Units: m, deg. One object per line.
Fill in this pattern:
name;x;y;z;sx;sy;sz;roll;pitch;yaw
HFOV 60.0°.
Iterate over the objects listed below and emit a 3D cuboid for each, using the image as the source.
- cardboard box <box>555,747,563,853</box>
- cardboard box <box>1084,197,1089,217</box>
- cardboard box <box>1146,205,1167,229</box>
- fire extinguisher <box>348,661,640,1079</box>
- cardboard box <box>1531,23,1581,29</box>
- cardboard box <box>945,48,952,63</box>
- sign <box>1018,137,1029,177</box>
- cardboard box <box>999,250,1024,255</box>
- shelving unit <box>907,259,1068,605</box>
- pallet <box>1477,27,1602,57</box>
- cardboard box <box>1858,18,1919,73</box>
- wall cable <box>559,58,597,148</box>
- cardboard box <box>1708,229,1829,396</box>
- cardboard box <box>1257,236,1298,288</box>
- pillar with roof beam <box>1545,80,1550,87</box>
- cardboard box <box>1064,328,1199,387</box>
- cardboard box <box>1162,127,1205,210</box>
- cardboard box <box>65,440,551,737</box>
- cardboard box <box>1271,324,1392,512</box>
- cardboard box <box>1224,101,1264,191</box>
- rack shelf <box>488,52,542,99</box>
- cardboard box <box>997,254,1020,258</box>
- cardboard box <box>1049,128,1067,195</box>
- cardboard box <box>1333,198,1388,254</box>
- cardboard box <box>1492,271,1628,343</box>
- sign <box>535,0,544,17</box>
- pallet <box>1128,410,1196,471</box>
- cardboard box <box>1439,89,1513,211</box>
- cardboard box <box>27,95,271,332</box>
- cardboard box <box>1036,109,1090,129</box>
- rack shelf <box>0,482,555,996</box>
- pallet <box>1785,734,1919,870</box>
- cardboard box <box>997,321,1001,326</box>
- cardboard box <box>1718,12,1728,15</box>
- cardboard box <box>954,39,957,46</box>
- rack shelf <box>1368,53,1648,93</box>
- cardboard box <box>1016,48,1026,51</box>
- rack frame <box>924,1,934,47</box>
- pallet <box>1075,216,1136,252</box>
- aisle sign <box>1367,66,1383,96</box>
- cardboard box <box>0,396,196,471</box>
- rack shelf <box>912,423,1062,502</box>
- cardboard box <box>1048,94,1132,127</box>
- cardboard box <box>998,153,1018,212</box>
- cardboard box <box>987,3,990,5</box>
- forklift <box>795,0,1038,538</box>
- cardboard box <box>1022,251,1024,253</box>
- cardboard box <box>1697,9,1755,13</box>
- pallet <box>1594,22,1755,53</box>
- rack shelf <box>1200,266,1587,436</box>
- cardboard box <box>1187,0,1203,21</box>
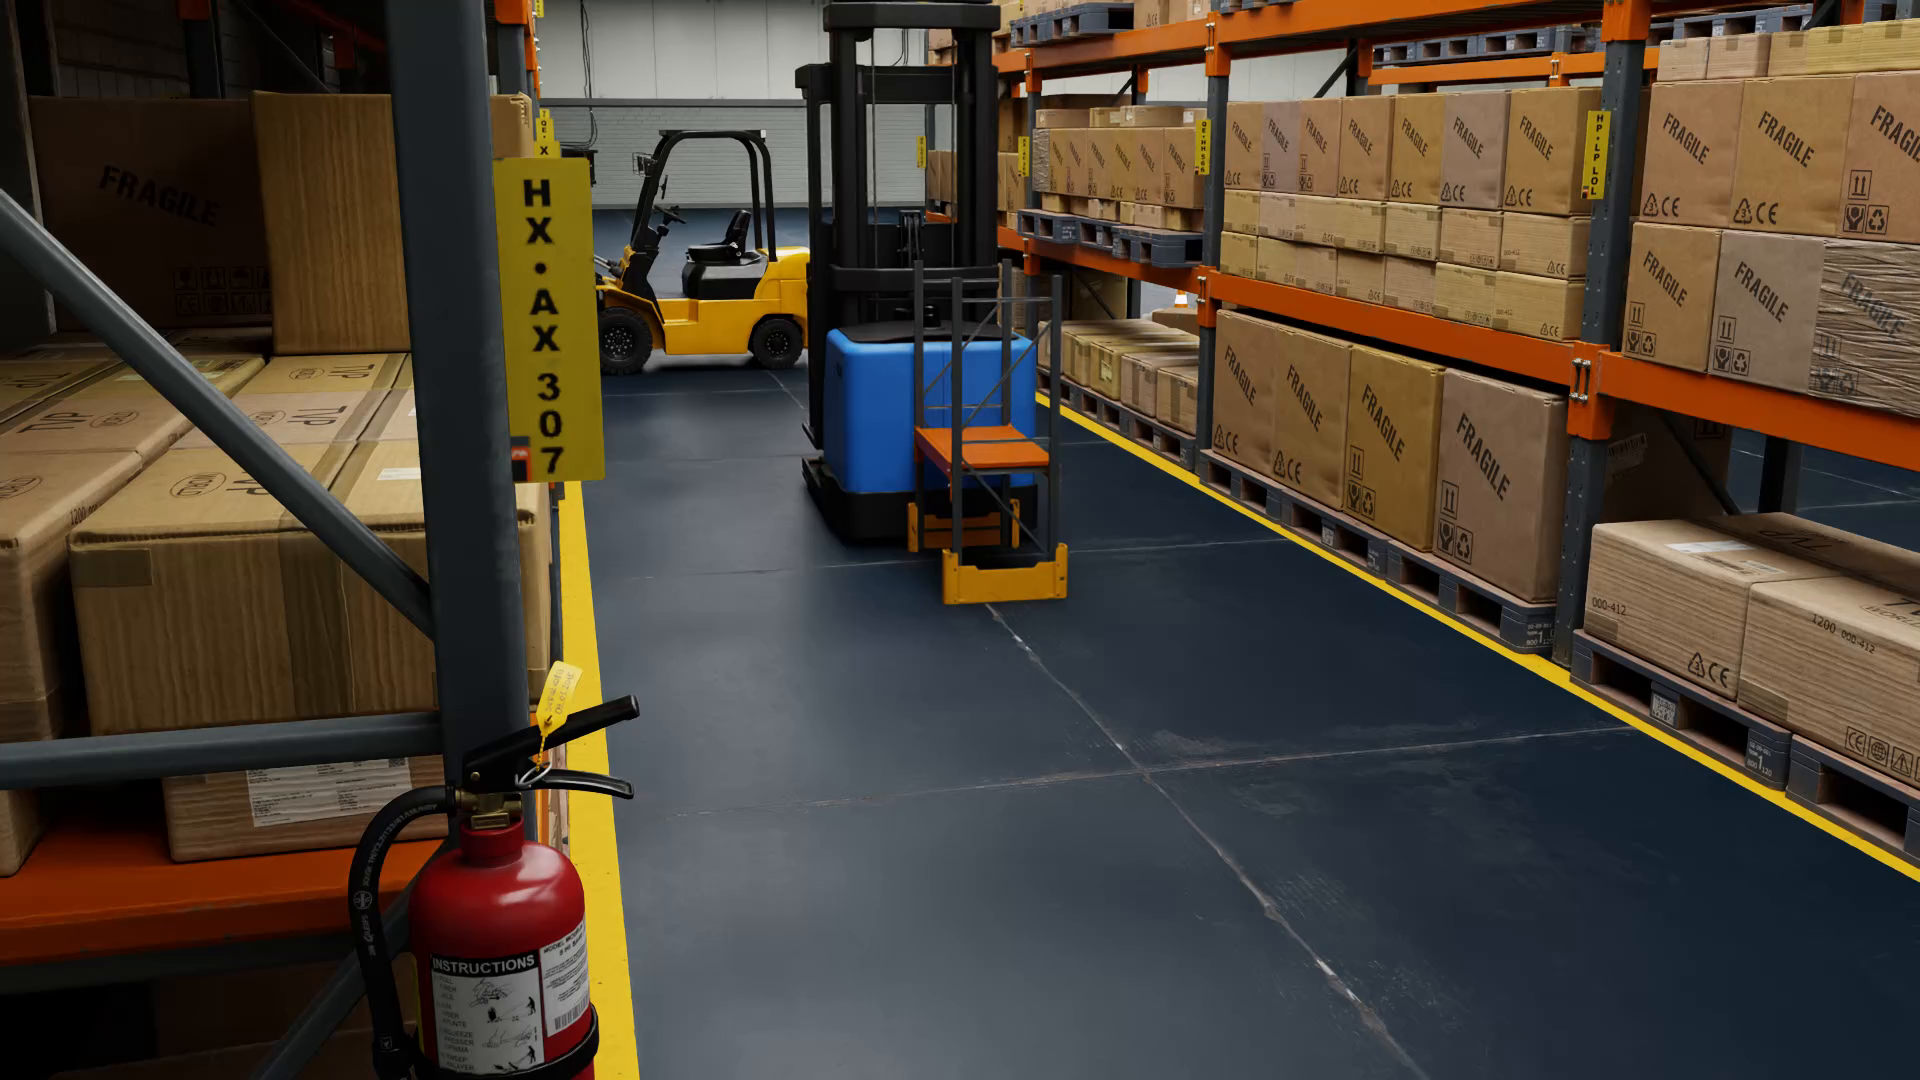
cardboard box;-1.402;0.658;4.297;0.700;0.500;0.500;-4;14;-15
cardboard box;1.152;-2.512;12.534;0.380;0.149;0.250;-3;14;-13
cardboard box;1.460;-2.148;11.045;0.380;0.149;0.250;-3;14;-14
fire extinguisher;-0.460;0.459;1.675;0.296;0.674;0.183;-3;14;-13
cardboard box;5.453;-4.766;15.230;0.380;0.149;0.250;-3;14;-13
cardboard box;0.062;-4.858;16.700;0.380;0.149;0.250;-3;14;-12
sign;0.536;-3.202;13.888;0.100;0.325;0.005;-3;14;-13
cardboard box;0.690;-2.678;16.898;0.500;0.500;0.500;-3;14;-11
shelving unit;0.114;-0.564;8.076;0.587;1.500;1.083;-3;14;-11
pallet;5.668;-4.716;15.776;1.003;0.211;1.213;-3;14;-13
cardboard box;2.972;-1.491;5.027;0.380;0.149;0.250;-4;14;-15
wall cable;-11.866;-12.328;46.968;3.097;2.526;0.112;-3;14;-13
cardboard box;2.911;-0.777;5.577;0.500;0.500;0.500;-3;14;-13
cardboard box;2.009;-1.573;9.363;0.500;0.250;0.500;-4;14;-15
pillar with roof beam;13.975;-14.599;49.720;9.100;9.000;0.548;-3;14;-13
cardboard box;1.360;-1.454;13.211;0.950;0.372;0.625;-2;14;-10
cardboard box;1.624;-2.377;10.614;0.500;0.500;0.500;-4;14;-15
cardboard box;-0.789;0.041;2.128;0.500;0.250;0.500;-3;14;-13
cardboard box;2.288;-0.692;9.033;0.875;0.875;0.875;-3;14;-13
cardboard box;1.879;-2.297;9.693;0.500;0.500;0.500;-4;14;-15
rack shelf;-4.232;-4.105;14.604;1.077;0.370;4.000;-3;14;-13
cardboard box;0.286;-2.525;16.271;0.500;0.500;0.500;-3;14;-12
cardboard box;1.011;-2.971;13.044;0.500;0.500;0.500;-3;14;-13
cardboard box;2.212;-1.577;8.325;0.500;0.250;0.500;-3;14;-12
cardboard box;2.590;-0.984;6.952;0.500;0.250;0.500;-4;14;-15
sign;-4.171;-5.334;16.422;0.100;0.325;0.005;-3;14;-13
pallet;1.819;-0.716;11.414;1.003;0.211;1.213;-3;14;-13
cardboard box;2.463;-1.710;7.289;0.500;0.500;0.500;-3;14;-12
cardboard box;-1.792;-0.768;3.859;0.500;0.500;0.500;-4;14;-15
cardboard box;0.829;-3.397;13.423;0.380;0.149;0.250;-3;14;-13
rack shelf;-1.414;0.121;3.629;1.077;0.370;4.000;-3;14;-13
pallet;3.333;0.849;5.009;1.003;0.211;1.213;-3;14;-13
cardboard box;0.527;-1.925;15.396;0.500;0.250;0.500;-4;14;-15
cardboard box;6.475;-4.387;13.335;0.500;0.311;0.500;-4;14;-15
cardboard box;0.236;-4.899;16.030;0.500;0.250;0.500;-3;14;-12
rack shelf;5.380;-4.682;16.965;1.077;0.370;4.000;-3;14;-13
cardboard box;0.691;-4.204;14.025;0.380;0.149;0.250;-3;14;-13
rack frame;0.122;-6.650;17.187;1.000;3.000;0.127;-3;14;-13
pallet;1.497;-2.252;12.228;1.003;0.211;1.213;-3;14;-13
aisle sign;4.602;-5.298;18.814;0.394;0.787;0.004;-3;14;-13
cardboard box;-1.430;-0.050;2.499;0.500;0.250;0.500;-3;14;-13
rack shelf;0.113;-0.392;8.128;0.538;0.185;1.000;-3;14;-11
cardboard box;1.169;-3.606;14.421;0.700;0.500;0.500;-3;14;-14
cardboard box;0.588;-3.213;14.922;0.500;0.500;0.500;-3;14;-11
cardboard box;0.405;-4.892;15.161;0.380;0.149;0.250;-3;14;-13
forklift;-0.372;-1.736;9.856;1.130;2.935;3.031;-3;14;-11
cardboard box;0.832;-2.914;16.494;0.380;0.149;0.250;-3;14;-11
cardboard box;6.083;-4.314;13.130;0.396;0.266;0.258;-3;14;-13
pallet;6.113;-4.268;14.159;0.805;0.209;1.217;-4;14;-15
rack shelf;2.471;-1.080;8.542;1.077;0.370;4.000;-3;14;-13
cardboard box;1.657;-3.344;10.501;0.380;0.149;0.250;-3;14;-13
